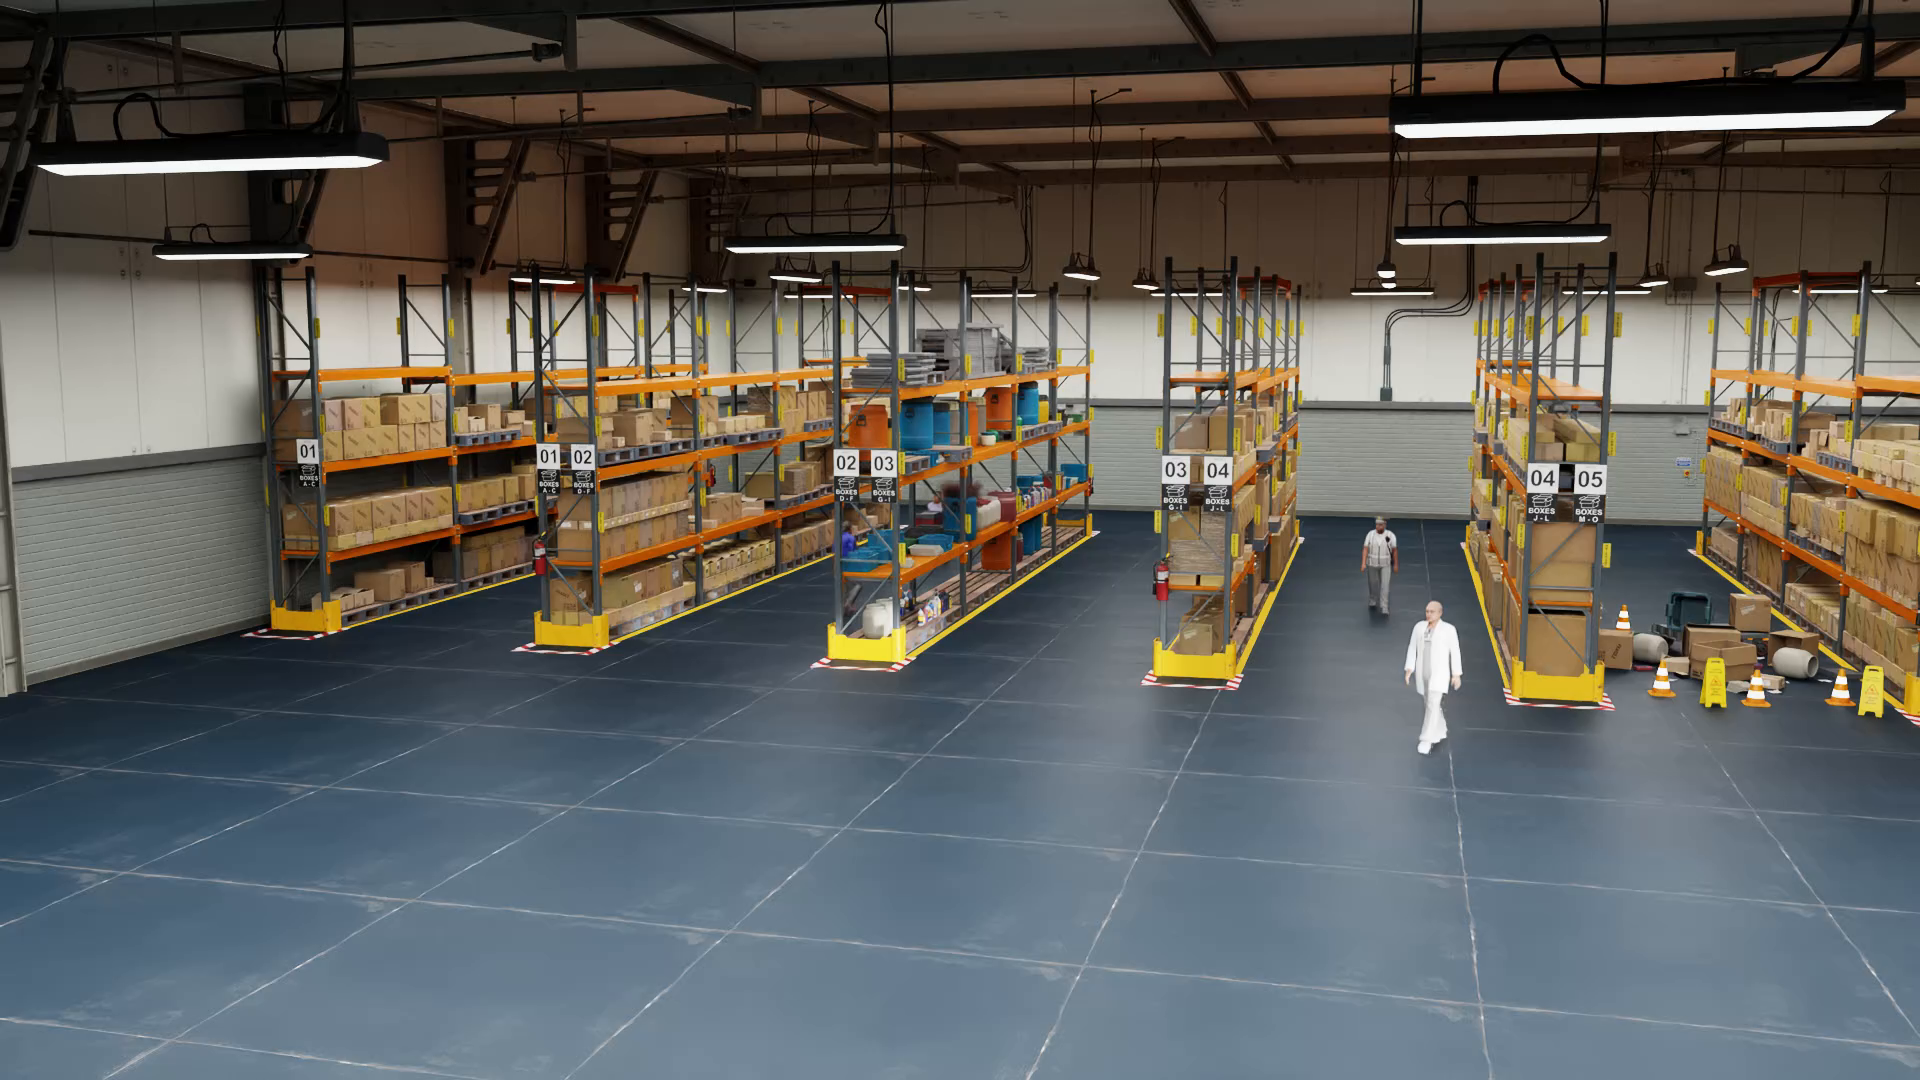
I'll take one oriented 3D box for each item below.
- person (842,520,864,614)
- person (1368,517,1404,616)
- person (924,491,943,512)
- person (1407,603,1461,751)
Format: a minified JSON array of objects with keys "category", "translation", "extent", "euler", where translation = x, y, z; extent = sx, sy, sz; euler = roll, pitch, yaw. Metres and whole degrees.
[{"category":"person","translation":[-1.964,0.493,29.272],"extent":[0.457,1.680,0.535],"euler":[2,8,17]},{"category":"person","translation":[7.491,0.436,29.216],"extent":[0.622,1.707,1.019],"euler":[1,7,8]},{"category":"person","translation":[-0.510,-0.249,35.014],"extent":[0.524,1.607,0.883],"euler":[2,7,13]},{"category":"person","translation":[5.597,1.613,19.874],"extent":[1.092,1.729,0.603],"euler":[-4,8,-30]}]
